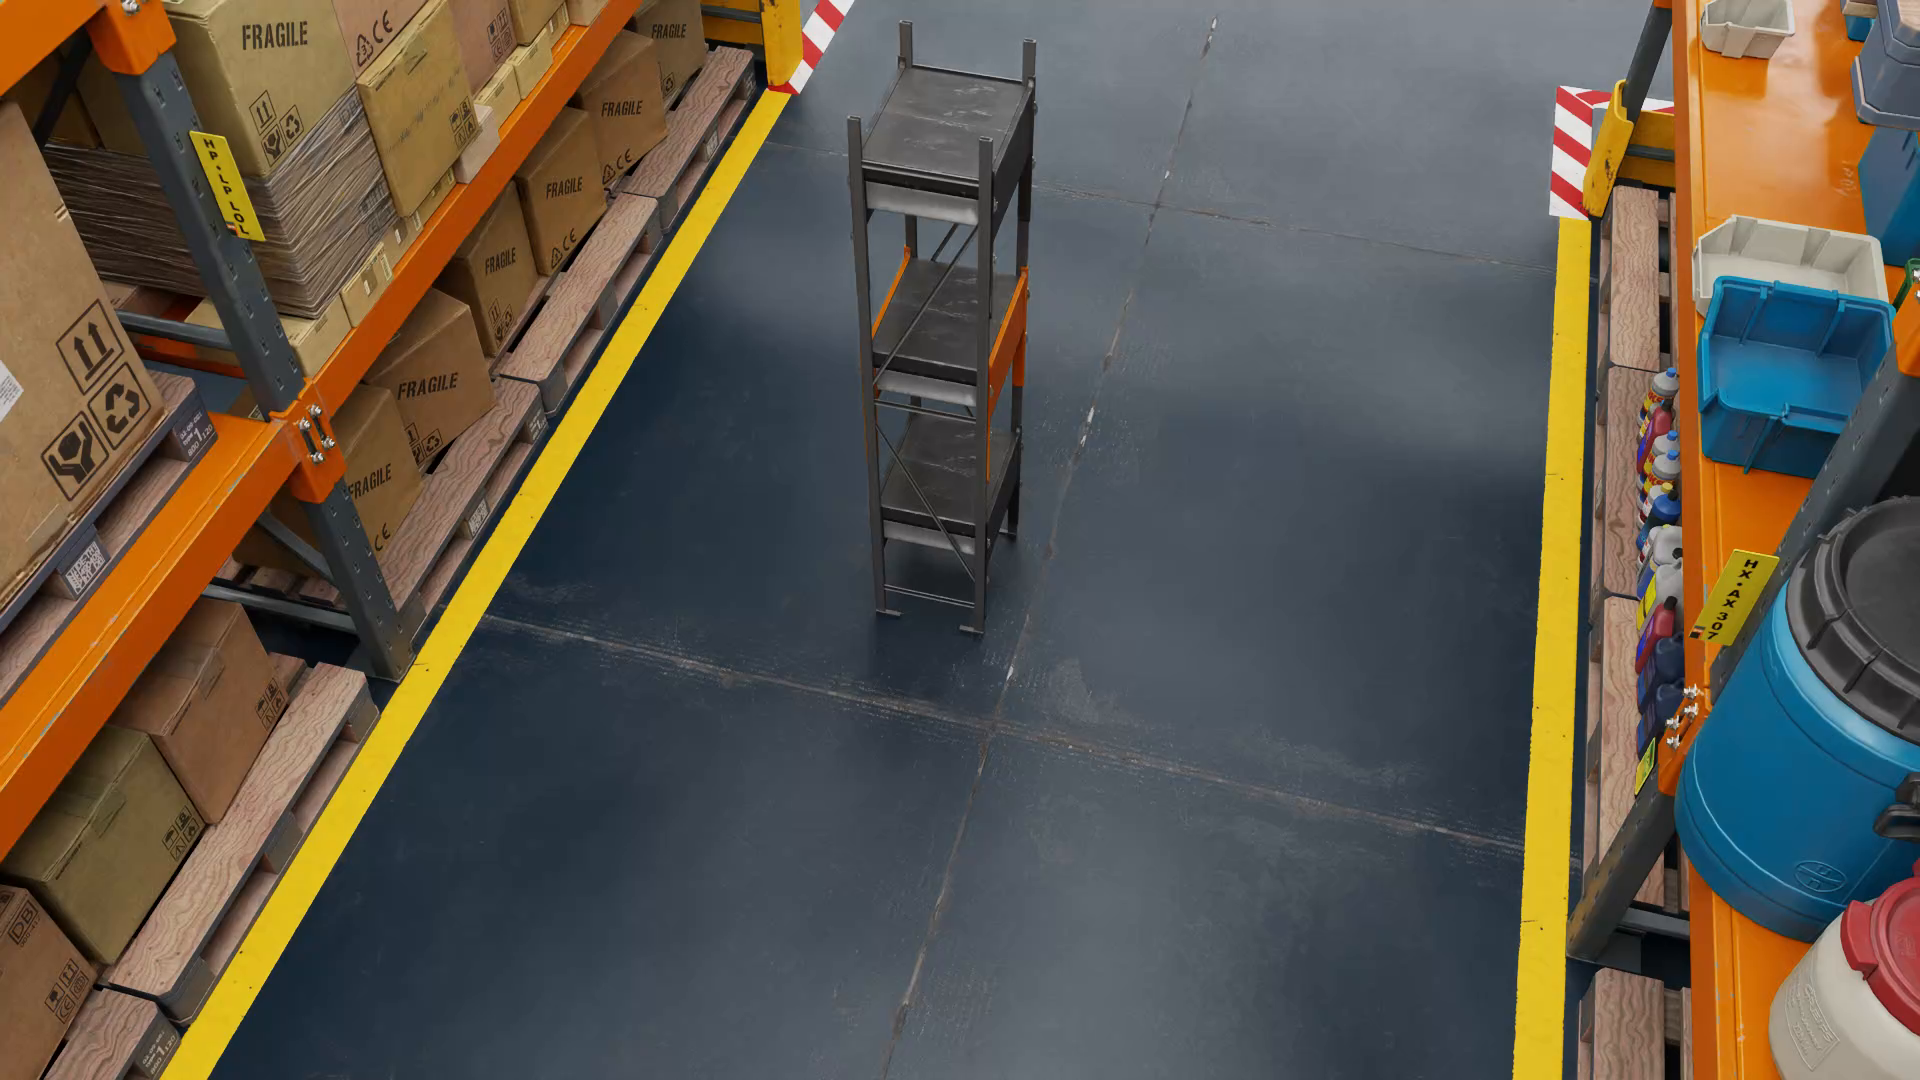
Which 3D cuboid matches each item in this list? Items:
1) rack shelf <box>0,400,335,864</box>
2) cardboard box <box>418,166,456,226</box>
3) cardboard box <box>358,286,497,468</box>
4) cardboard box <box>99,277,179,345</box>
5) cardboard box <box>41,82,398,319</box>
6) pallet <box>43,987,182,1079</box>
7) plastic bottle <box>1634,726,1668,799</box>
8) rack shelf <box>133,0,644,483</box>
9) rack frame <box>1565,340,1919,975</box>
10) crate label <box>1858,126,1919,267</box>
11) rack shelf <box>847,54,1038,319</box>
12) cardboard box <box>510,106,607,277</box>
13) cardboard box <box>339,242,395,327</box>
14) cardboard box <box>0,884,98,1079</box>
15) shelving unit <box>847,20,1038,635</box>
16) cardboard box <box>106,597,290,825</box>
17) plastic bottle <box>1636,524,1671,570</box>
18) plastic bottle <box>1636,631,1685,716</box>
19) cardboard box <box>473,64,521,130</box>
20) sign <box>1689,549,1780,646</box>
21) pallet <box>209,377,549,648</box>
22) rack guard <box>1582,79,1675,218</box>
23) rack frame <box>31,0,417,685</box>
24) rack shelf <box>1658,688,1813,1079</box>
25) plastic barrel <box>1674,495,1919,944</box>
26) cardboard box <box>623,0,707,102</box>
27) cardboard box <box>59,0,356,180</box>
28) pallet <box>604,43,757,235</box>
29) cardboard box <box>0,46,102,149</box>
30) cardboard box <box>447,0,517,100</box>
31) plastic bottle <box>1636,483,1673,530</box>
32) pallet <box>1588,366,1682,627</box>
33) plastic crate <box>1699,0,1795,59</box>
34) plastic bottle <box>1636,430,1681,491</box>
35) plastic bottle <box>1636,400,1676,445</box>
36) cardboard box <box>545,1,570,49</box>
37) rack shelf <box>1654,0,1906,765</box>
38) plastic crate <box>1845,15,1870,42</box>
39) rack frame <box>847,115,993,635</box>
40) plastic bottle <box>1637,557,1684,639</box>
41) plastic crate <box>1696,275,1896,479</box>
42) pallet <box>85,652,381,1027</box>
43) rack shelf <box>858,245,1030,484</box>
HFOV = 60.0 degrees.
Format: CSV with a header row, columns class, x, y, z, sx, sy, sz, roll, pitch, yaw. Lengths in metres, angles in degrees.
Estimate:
class,x,y,z,sx,sy,sz,roll,pitch,yaw
rack shelf,-2.945,1.055,3.798,1.077,0.370,4.000,12,50,10
cardboard box,-1.898,-1.190,5.467,0.380,0.149,0.250,12,50,10
cardboard box,-2.132,-0.639,6.200,0.500,0.500,0.500,27,54,22
cardboard box,-2.646,-0.760,5.088,0.380,0.149,0.250,12,50,10
cardboard box,-2.241,-1.075,4.933,0.875,0.500,0.500,12,50,10
pallet,-2.941,1.742,4.572,1.003,0.211,1.213,12,50,10
plastic bottle,2.168,0.688,5.161,0.061,0.283,0.133,14,50,12
rack shelf,-1.892,-1.838,6.352,1.077,0.370,4.000,12,50,10
rack frame,2.360,0.348,3.943,1.000,3.000,0.127,12,50,10
crate label,3.189,-1.173,5.261,0.502,0.435,0.616,12,50,10
rack shelf,-0.044,-1.029,4.842,0.431,0.518,0.480,12,50,10
cardboard box,-1.854,-1.498,6.959,0.500,0.500,0.500,16,50,14
cardboard box,-1.994,-0.821,5.142,0.380,0.149,0.250,12,50,10
cardboard box,-2.892,1.238,4.531,0.700,0.500,0.500,8,49,7
shelving unit,-0.044,-0.575,5.357,0.431,2.100,0.503,12,50,10
cardboard box,-2.601,0.492,5.189,0.700,0.500,0.500,8,49,7
plastic bottle,2.438,0.025,5.800,0.097,0.201,0.097,0,49,0
plastic bottle,2.301,0.417,5.355,0.144,0.351,0.185,9,49,8
cardboard box,-1.767,-1.552,5.787,0.380,0.149,0.250,12,50,10
sign,1.832,0.139,3.942,0.100,0.325,0.005,12,50,10
pallet,-2.276,-0.200,6.286,1.003,0.211,1.213,12,50,10
rack guard,3.438,-1.654,7.377,1.175,0.500,0.348,12,50,10
rack frame,-2.419,-0.630,4.805,1.000,3.000,0.127,12,50,10
rack shelf,1.833,2.032,2.936,1.077,0.370,4.000,12,50,10
plastic barrel,1.966,0.401,3.561,0.600,0.901,0.708,12,50,10
cardboard box,-1.547,-2.387,7.743,0.500,0.500,0.500,20,52,17
cardboard box,-2.055,-1.368,4.524,0.500,0.500,0.500,12,50,10
pallet,-1.634,-1.965,7.843,1.003,0.211,1.213,12,50,10
cardboard box,-2.566,-1.472,4.617,0.500,0.500,0.500,12,50,10
cardboard box,-2.041,-1.811,5.583,0.875,0.500,0.500,12,50,10
plastic bottle,2.492,-0.123,5.931,0.097,0.201,0.097,0,49,0
pallet,2.896,-0.093,6.191,1.003,0.211,1.213,12,50,10
plastic crate,2.866,-1.875,6.080,0.298,0.136,0.250,12,50,10
plastic bottle,2.544,-0.291,6.032,0.097,0.271,0.097,0,49,0
plastic bottle,2.607,-0.441,6.211,0.097,0.201,0.097,0,49,0
cardboard box,-1.668,-1.920,6.112,0.380,0.149,0.250,12,50,10
rack shelf,2.886,-0.861,5.489,1.077,0.370,4.000,12,50,10
plastic crate,3.569,-2.075,6.180,0.499,0.251,0.616,12,50,10
rack frame,-0.108,-0.399,5.201,0.400,2.100,0.015,12,50,10
plastic bottle,2.386,0.183,5.561,0.144,0.351,0.185,11,50,10
plastic crate,2.389,-0.457,4.752,0.499,0.251,0.616,12,50,10
pallet,-2.622,0.856,5.353,1.003,0.211,1.213,12,50,10
rack shelf,-0.044,-0.566,5.367,0.431,0.518,0.480,12,50,10
